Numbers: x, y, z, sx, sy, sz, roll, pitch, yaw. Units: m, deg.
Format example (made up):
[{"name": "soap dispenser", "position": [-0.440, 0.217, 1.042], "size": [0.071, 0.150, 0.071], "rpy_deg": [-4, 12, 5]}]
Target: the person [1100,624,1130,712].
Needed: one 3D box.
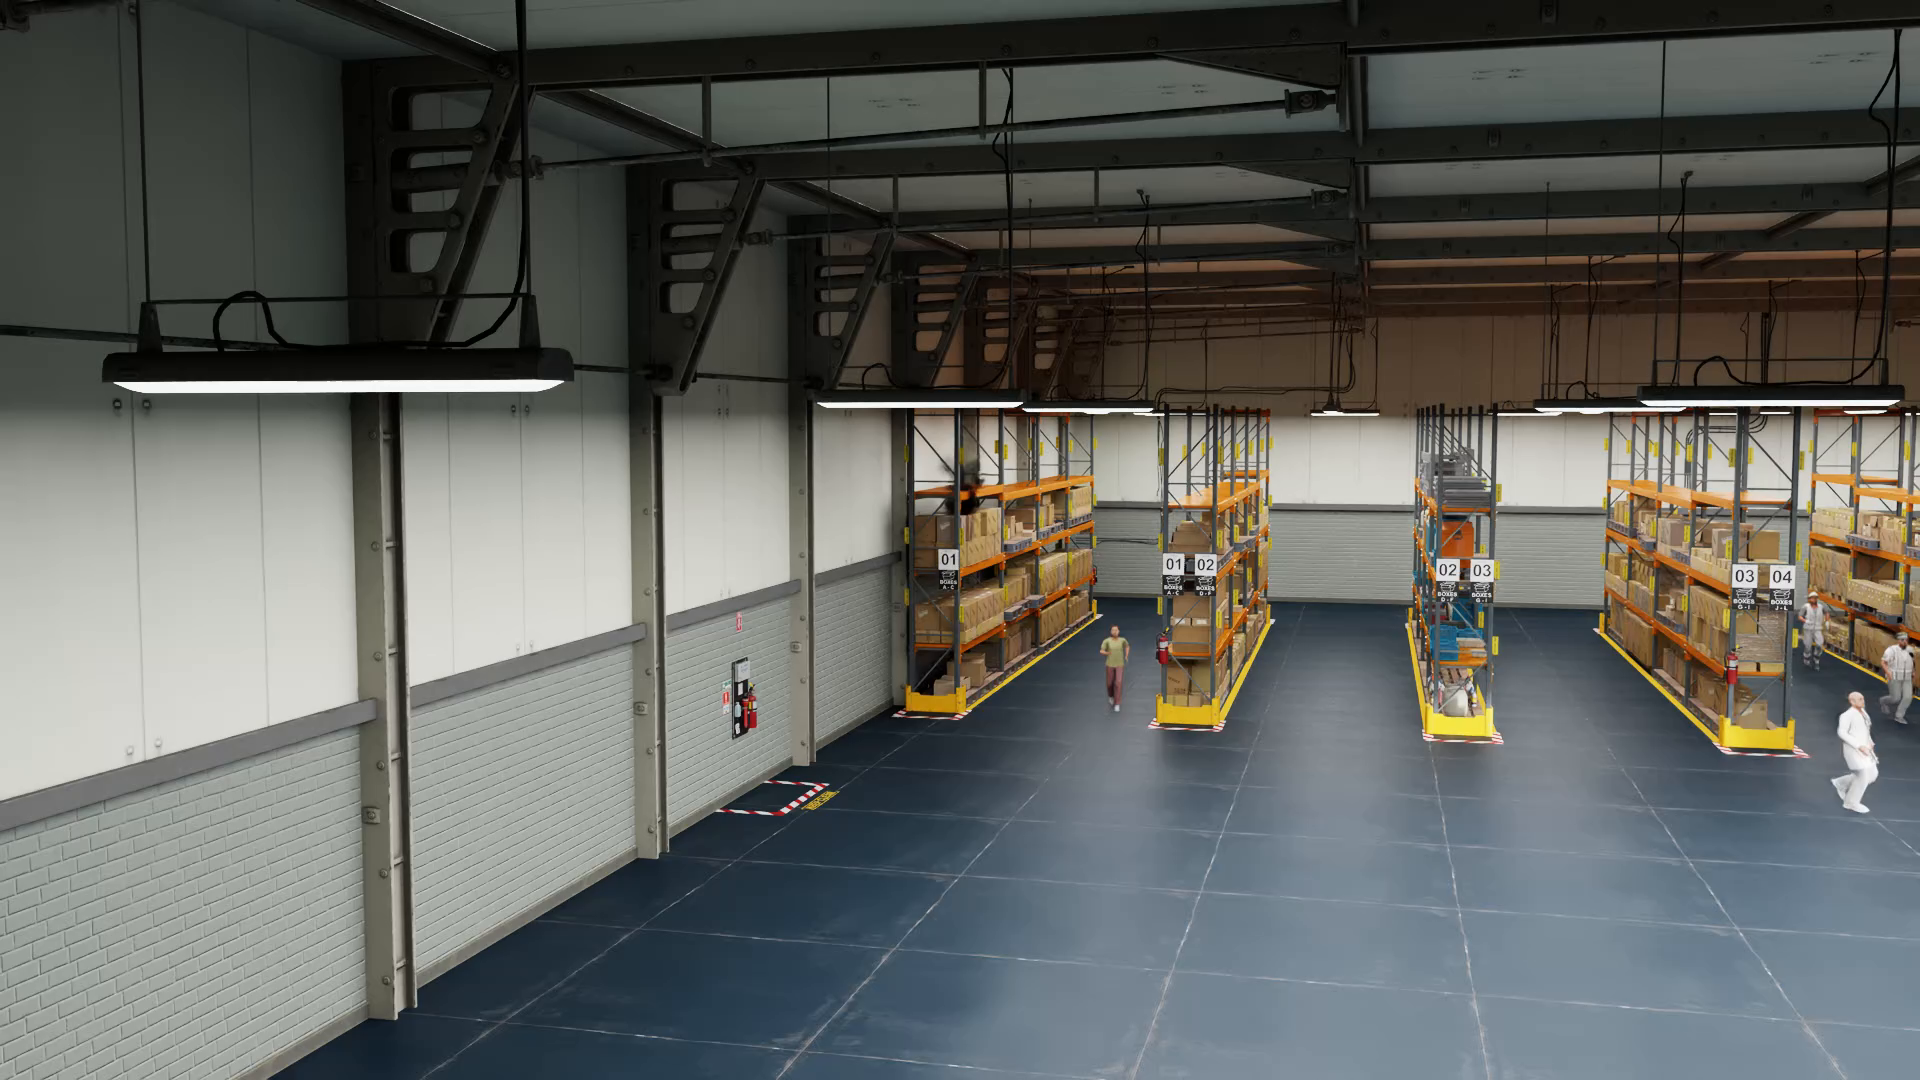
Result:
[{"name": "person", "position": [3.044, 2.482, 32.714], "size": [0.574, 1.653, 0.970], "rpy_deg": [0, 4, 6]}]

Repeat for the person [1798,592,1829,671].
[{"name": "person", "position": [19.449, 2.089, 37.875], "size": [0.690, 1.820, 0.703], "rpy_deg": [1, 4, 16]}]

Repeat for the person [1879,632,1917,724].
[{"name": "person", "position": [17.738, 2.577, 31.446], "size": [0.650, 1.733, 0.652], "rpy_deg": [0, 4, 3]}]

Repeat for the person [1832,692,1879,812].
[{"name": "person", "position": [13.100, 3.087, 24.354], "size": [0.711, 1.744, 0.600], "rpy_deg": [-3, 5, -39]}]
